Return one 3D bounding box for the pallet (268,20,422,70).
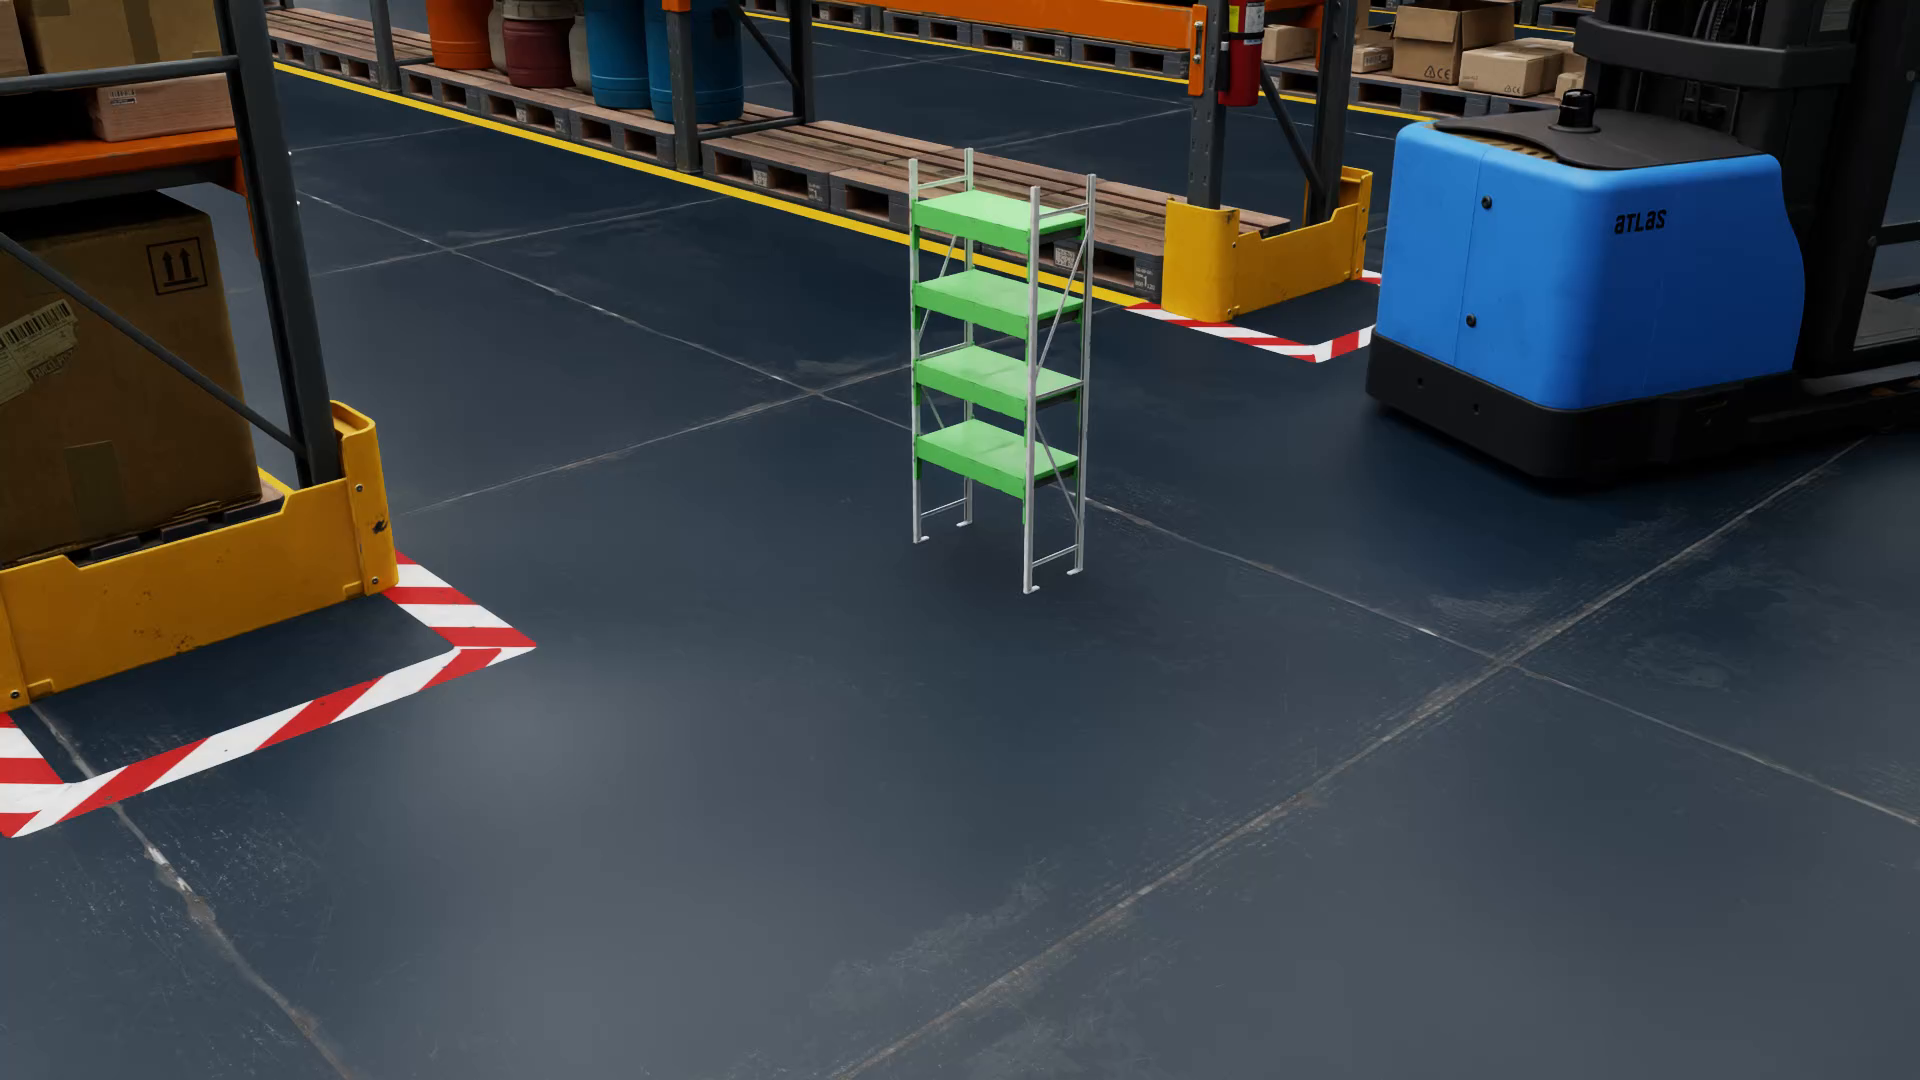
[{"bbox_3d":[-5.395,-4.303,14.429,1.003,0.211,1.213,-21,32,-38],"label":"pallet"}]

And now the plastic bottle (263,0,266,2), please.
[{"bbox_3d":[-6.765,-5.347,16.199,0.097,0.201,0.097,0,25,0],"label":"plastic bottle"}]

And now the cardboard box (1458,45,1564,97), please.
[{"bbox_3d":[3.844,-3.278,11.603,0.500,0.250,0.500,-21,32,-38],"label":"cardboard box"}]

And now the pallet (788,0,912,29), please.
[{"bbox_3d":[-0.980,-5.353,16.729,1.003,0.211,1.213,-21,32,-38],"label":"pallet"}]

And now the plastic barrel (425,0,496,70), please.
[{"bbox_3d":[-3.717,-4.017,12.550,0.600,0.830,0.708,-21,32,-38],"label":"plastic barrel"}]

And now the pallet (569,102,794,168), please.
[{"bbox_3d":[-1.827,-2.722,10.962,1.003,0.211,1.213,-21,32,-38],"label":"pallet"}]

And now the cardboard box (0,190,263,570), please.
[{"bbox_3d":[-2.707,-0.524,4.838,0.875,0.875,0.875,-21,32,-38],"label":"cardboard box"}]

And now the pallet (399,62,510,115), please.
[{"bbox_3d":[-3.494,-3.461,12.583,1.003,0.211,1.213,-21,32,-38],"label":"pallet"}]

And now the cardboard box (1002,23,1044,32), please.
[{"bbox_3d":[0.719,-4.738,14.503,0.500,0.500,0.500,22,33,40],"label":"cardboard box"}]

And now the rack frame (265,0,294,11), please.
[{"bbox_3d":[-6.798,-6.169,15.158,1.000,3.000,0.127,-21,32,-38],"label":"rack frame"}]

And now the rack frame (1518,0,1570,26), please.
[{"bbox_3d":[5.902,-6.555,16.006,1.000,3.000,0.127,-21,32,-38],"label":"rack frame"}]

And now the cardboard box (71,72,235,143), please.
[{"bbox_3d":[-2.213,-1.215,4.602,0.380,0.149,0.250,-21,32,-38],"label":"cardboard box"}]

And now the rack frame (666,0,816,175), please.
[{"bbox_3d":[-1.330,-3.745,9.845,1.000,3.000,0.127,-21,32,-38],"label":"rack frame"}]

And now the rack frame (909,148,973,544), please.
[{"bbox_3d":[-0.054,-0.570,5.053,0.240,1.200,0.015,-21,32,-38],"label":"rack frame"}]

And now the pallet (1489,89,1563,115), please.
[{"bbox_3d":[4.425,-2.933,11.424,1.003,0.211,1.213,-21,32,-38],"label":"pallet"}]

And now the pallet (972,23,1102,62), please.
[{"bbox_3d":[0.867,-4.486,14.829,1.003,0.211,1.213,-21,32,-38],"label":"pallet"}]

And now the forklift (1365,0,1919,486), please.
[{"bbox_3d":[3.099,-1.911,5.908,3.031,2.935,1.130,-11,27,-22],"label":"forklift"}]

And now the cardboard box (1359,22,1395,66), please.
[{"bbox_3d":[3.398,-3.807,12.689,0.500,0.311,0.500,-21,32,-38],"label":"cardboard box"}]

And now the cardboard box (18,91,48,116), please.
[{"bbox_3d":[-2.565,-1.370,4.941,0.380,0.149,0.250,-22,33,-40],"label":"cardboard box"}]

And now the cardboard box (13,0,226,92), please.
[{"bbox_3d":[-2.342,-1.417,4.565,0.500,0.250,0.500,-22,33,-40],"label":"cardboard box"}]

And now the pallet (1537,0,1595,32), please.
[{"bbox_3d":[6.365,-5.034,16.031,1.003,0.211,1.213,-21,32,-38],"label":"pallet"}]

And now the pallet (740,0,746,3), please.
[{"bbox_3d":[-2.647,-6.092,18.349,1.003,0.211,1.213,-21,32,-38],"label":"pallet"}]

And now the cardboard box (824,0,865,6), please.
[{"bbox_3d":[-0.983,-5.391,16.260,0.500,0.250,0.500,-20,31,-37],"label":"cardboard box"}]

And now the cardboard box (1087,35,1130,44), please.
[{"bbox_3d":[1.410,-4.432,13.833,0.500,0.500,0.500,-21,32,-38],"label":"cardboard box"}]

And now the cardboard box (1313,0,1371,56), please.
[{"bbox_3d":[2.885,-4.120,13.148,0.500,0.500,0.500,-21,32,-38],"label":"cardboard box"}]

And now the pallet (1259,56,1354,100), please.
[{"bbox_3d":[2.757,-3.672,13.045,1.003,0.211,1.213,-21,32,-38],"label":"pallet"}]

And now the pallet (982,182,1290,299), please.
[{"bbox_3d":[0.869,-1.525,8.339,1.003,0.211,1.213,-21,32,-38],"label":"pallet"}]

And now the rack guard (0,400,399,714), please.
[{"bbox_3d":[-2.195,0.017,4.611,1.175,0.500,0.348,-21,32,-38],"label":"rack guard"}]

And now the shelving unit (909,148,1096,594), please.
[{"bbox_3d":[0.113,-0.496,4.891,0.258,1.200,0.503,-21,32,-38],"label":"shelving unit"}]

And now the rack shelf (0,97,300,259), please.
[{"bbox_3d":[-3.578,-1.407,5.586,1.077,0.370,4.000,-21,32,-38],"label":"rack shelf"}]

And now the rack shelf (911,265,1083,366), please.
[{"bbox_3d":[0.113,-0.656,4.818,0.258,0.148,0.480,-21,32,-38],"label":"rack shelf"}]

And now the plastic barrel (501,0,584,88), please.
[{"bbox_3d":[-2.945,-3.565,11.851,0.600,0.588,0.708,-21,32,-38],"label":"plastic barrel"}]

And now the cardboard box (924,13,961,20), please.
[{"bbox_3d":[0.019,-5.048,15.183,0.500,0.500,0.500,22,33,40],"label":"cardboard box"}]

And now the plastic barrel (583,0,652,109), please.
[{"bbox_3d":[-2.173,-3.366,11.036,0.600,0.901,0.708,-21,32,-38],"label":"plastic barrel"}]

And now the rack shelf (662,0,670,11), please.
[{"bbox_3d":[-2.697,-4.024,11.323,1.077,0.370,4.000,-21,32,-38],"label":"rack shelf"}]

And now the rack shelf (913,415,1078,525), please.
[{"bbox_3d":[0.113,-0.219,5.017,0.258,0.148,0.480,-21,32,-38],"label":"rack shelf"}]

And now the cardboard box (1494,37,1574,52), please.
[{"bbox_3d":[4.174,-3.435,11.947,0.500,0.250,0.500,-21,32,-38],"label":"cardboard box"}]

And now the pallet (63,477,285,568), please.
[{"bbox_3d":[-2.815,-0.079,5.170,1.003,0.211,1.213,-21,32,-38],"label":"pallet"}]

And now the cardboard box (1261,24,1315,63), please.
[{"bbox_3d":[2.417,-3.937,12.976,0.500,0.311,0.500,-21,32,-38],"label":"cardboard box"}]

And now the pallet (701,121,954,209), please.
[{"bbox_3d":[-0.799,-2.265,9.960,1.003,0.211,1.213,-21,32,-38],"label":"pallet"}]
